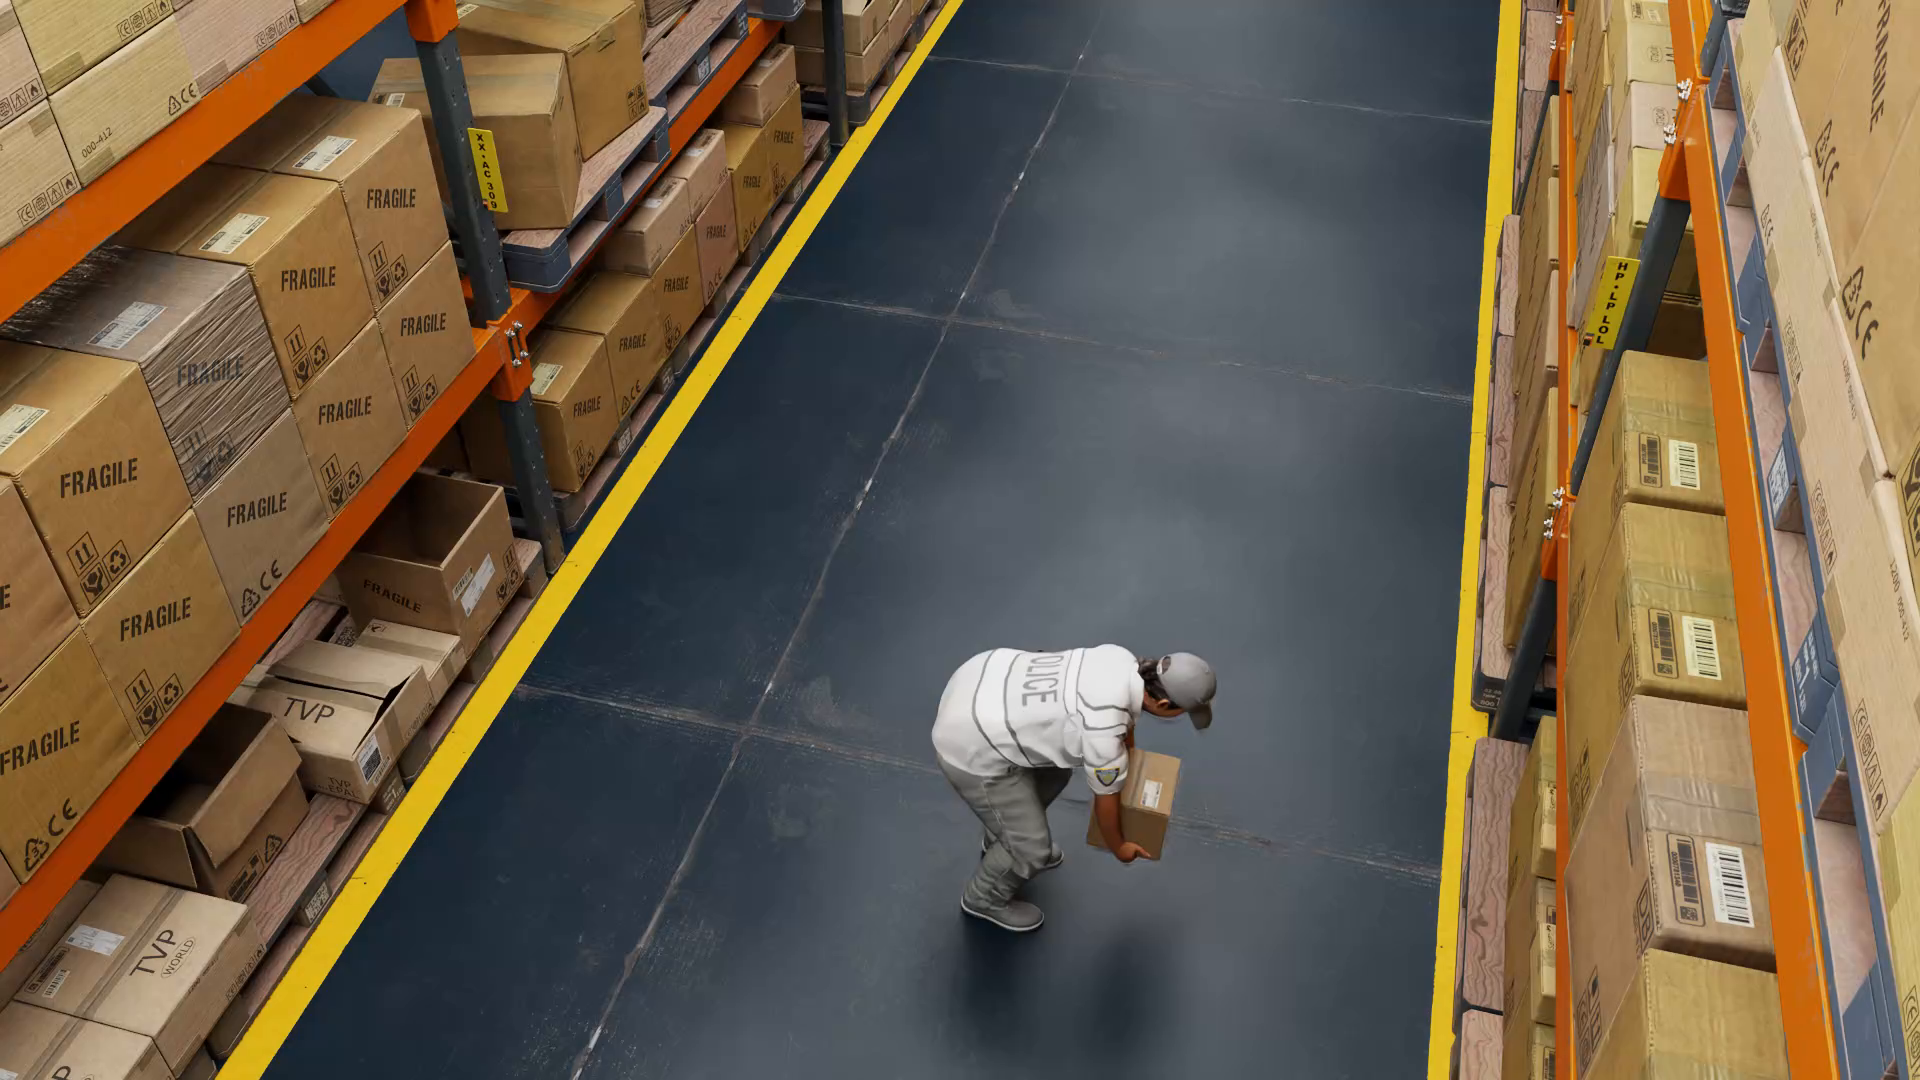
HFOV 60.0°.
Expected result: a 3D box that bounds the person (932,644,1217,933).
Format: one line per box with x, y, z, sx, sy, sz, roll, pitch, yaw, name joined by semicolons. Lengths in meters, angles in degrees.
0.358;0.799;5.561;0.892;1.256;0.475;9;42;10;person
